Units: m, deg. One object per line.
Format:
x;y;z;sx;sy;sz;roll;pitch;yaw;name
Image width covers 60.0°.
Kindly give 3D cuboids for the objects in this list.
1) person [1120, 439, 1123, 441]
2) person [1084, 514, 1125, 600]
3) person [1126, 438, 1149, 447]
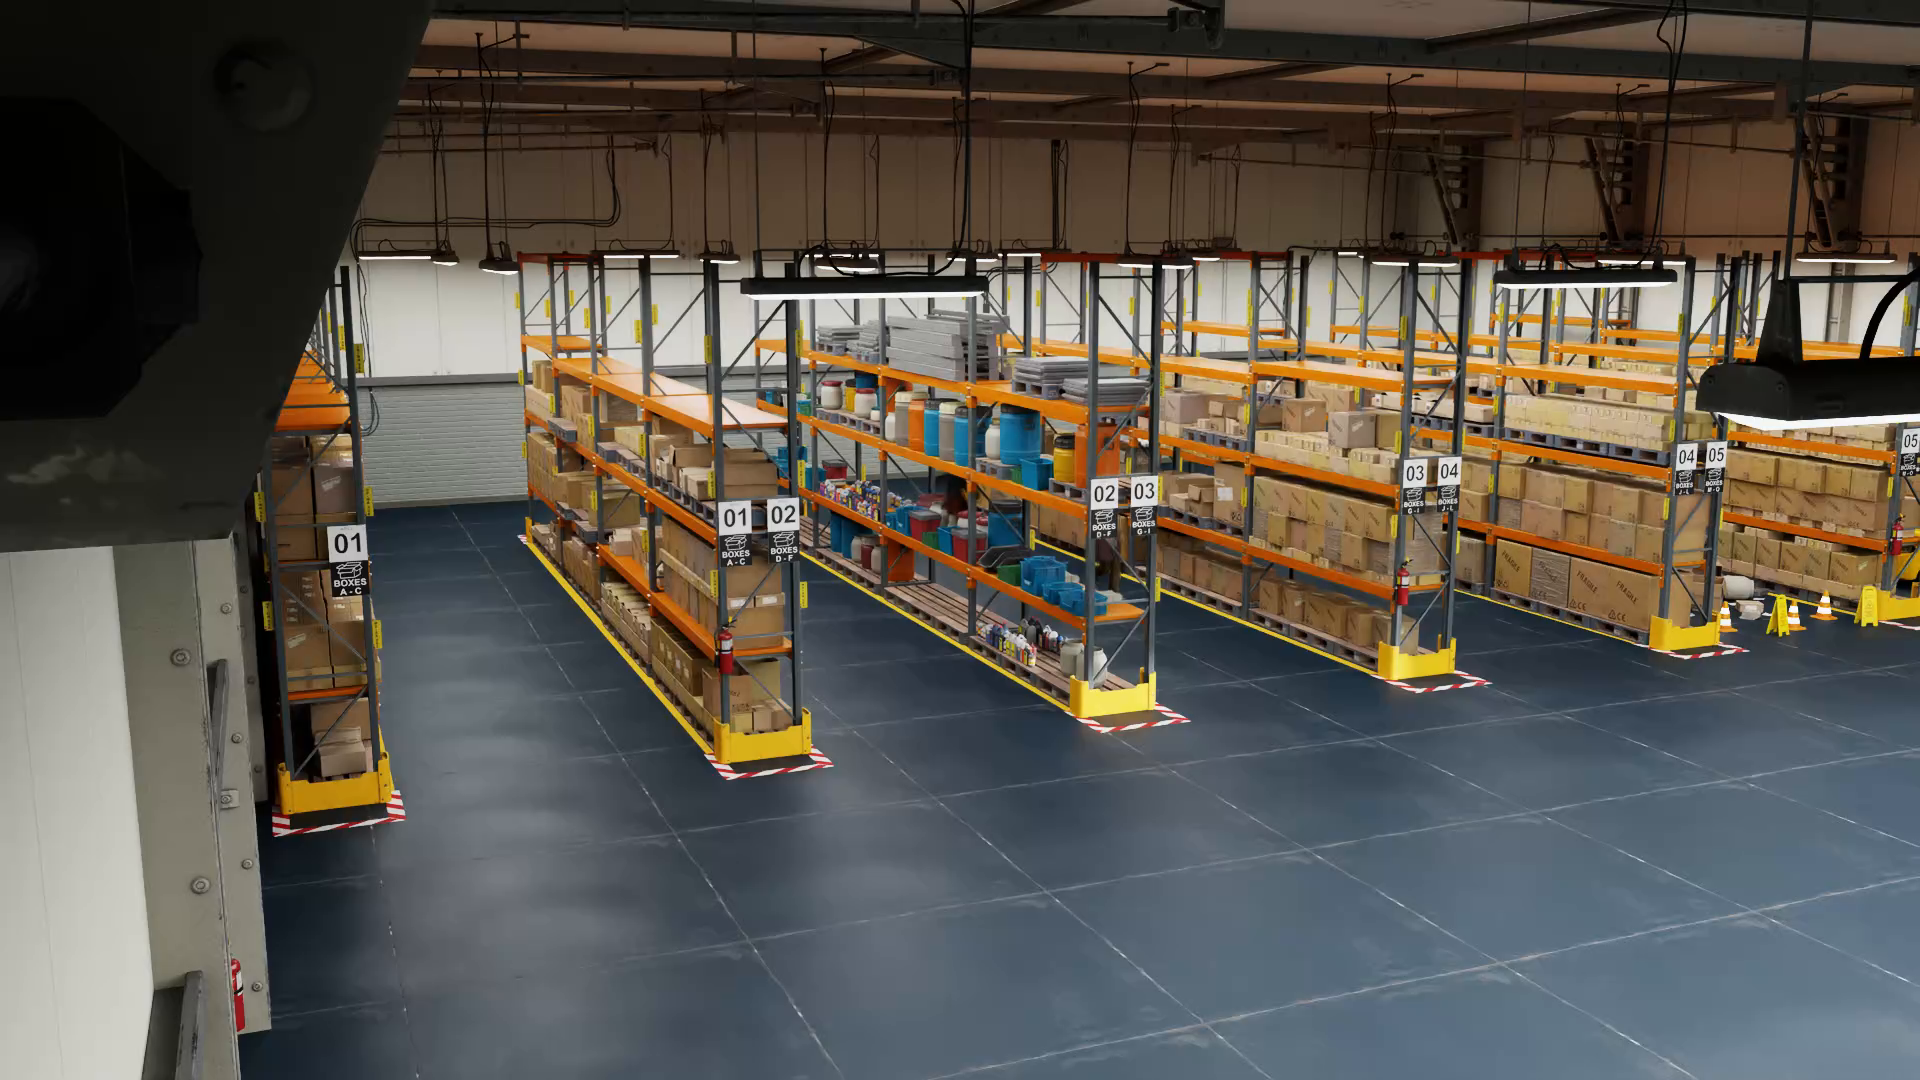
3.673;-1.897;40.620;0.753;1.703;1.012;4;11;23;person
2.480;0.098;28.031;0.711;1.780;0.923;-7;13;-35;person
4.302;-1.976;41.044;0.723;1.727;0.585;10;14;43;person
